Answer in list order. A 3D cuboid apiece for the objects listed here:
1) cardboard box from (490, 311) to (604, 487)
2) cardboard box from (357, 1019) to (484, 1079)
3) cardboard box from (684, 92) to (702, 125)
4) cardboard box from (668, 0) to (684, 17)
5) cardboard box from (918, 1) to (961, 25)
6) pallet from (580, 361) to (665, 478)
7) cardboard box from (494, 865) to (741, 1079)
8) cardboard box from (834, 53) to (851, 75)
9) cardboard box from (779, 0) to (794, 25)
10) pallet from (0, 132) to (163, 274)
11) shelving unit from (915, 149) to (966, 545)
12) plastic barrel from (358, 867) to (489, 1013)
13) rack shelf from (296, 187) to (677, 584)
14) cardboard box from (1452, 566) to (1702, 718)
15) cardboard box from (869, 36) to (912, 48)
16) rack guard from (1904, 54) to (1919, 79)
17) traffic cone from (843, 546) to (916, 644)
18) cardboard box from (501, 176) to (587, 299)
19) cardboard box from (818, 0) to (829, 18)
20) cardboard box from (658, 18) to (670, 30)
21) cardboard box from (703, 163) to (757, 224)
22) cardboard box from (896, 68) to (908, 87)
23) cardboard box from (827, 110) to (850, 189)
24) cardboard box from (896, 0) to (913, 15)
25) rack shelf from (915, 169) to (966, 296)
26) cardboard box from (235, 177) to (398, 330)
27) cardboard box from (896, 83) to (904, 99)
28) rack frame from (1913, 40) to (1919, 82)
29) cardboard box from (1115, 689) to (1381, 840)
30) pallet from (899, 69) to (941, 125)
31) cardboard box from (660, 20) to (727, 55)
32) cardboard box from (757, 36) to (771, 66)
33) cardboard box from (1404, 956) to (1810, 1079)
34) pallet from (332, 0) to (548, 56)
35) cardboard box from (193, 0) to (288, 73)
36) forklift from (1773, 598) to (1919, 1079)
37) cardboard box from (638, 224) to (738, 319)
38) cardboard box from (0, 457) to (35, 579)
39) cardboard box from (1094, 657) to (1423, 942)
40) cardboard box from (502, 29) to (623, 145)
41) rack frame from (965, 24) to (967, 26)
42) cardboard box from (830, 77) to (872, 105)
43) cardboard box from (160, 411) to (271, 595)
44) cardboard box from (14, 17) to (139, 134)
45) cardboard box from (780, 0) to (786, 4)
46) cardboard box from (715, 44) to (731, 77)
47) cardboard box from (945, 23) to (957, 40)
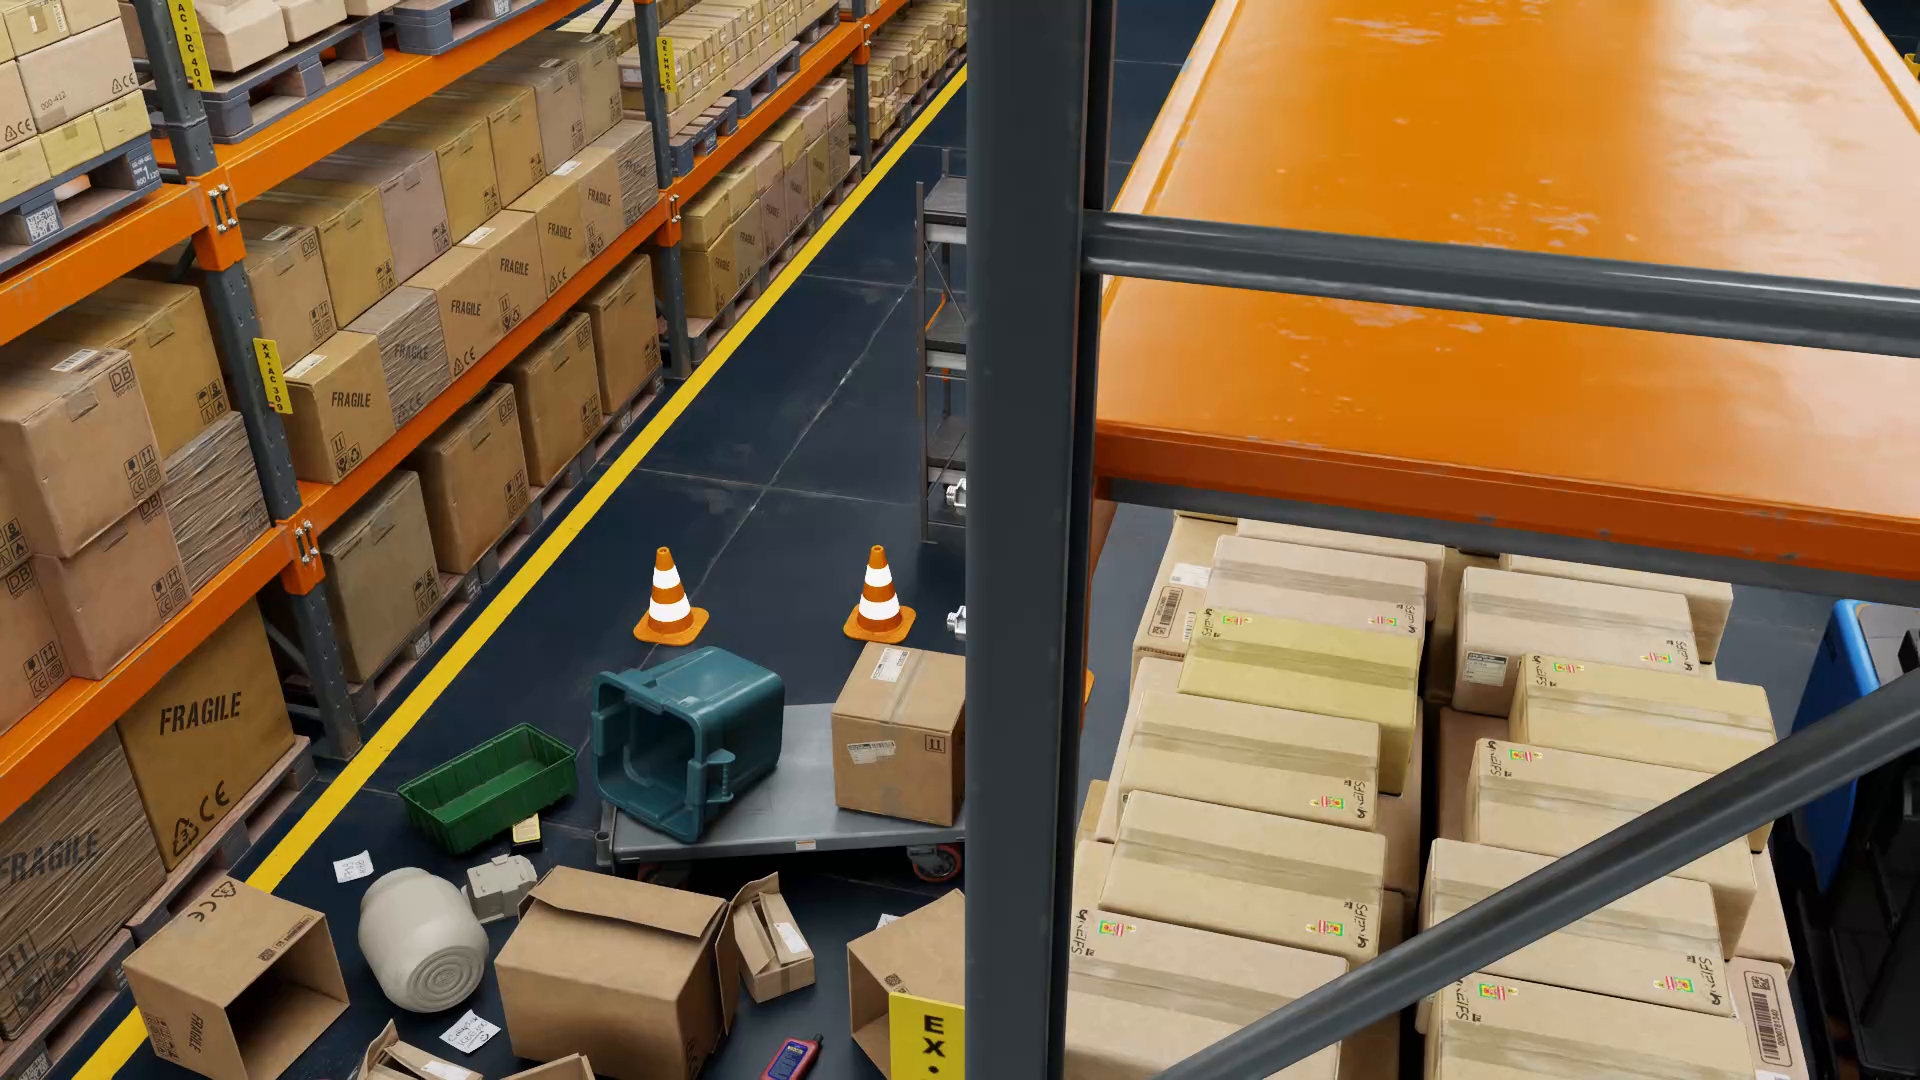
[{"bbox_3d":[-2.741,-0.878,9.610,1.050,0.750,0.750,9,33,13],"label":"cardboard box"},{"bbox_3d":[-1.951,1.964,5.982,0.396,0.266,0.258,14,35,21],"label":"cardboard box"},{"bbox_3d":[-1.904,-2.823,10.807,0.380,0.149,0.250,10,34,15],"label":"cardboard box"},{"bbox_3d":[-2.203,-3.853,11.872,0.380,0.149,0.250,9,34,14],"label":"cardboard box"},{"bbox_3d":[-0.202,-5.201,16.417,0.380,0.149,0.250,7,33,11],"label":"cardboard box"},{"bbox_3d":[-2.554,-0.832,10.432,1.003,0.211,1.213,8,33,12],"label":"pallet"},{"bbox_3d":[-1.271,1.619,6.178,0.797,0.637,0.503,8,33,12],"label":"cardboard box"},{"bbox_3d":[-1.203,-4.321,15.032,0.380,0.149,0.250,9,34,14],"label":"cardboard box"},{"bbox_3d":[-1.439,-3.904,12.231,0.380,0.149,0.250,6,33,10],"label":"cardboard box"},{"bbox_3d":[-3.514,-1.138,5.600,1.003,0.211,1.213,8,33,12],"label":"pallet"},{"bbox_3d":[0.042,-0.972,8.892,0.431,2.100,0.503,8,33,12],"label":"shelving unit"},{"bbox_3d":[-2.100,1.553,6.483,0.421,0.421,0.512,-21,38,-29],"label":"plastic barrel"},{"bbox_3d":[-2.788,-1.067,8.872,1.077,0.370,4.000,8,33,12],"label":"rack shelf"},{"bbox_3d":[1.068,0.196,2.910,0.380,0.149,0.250,8,33,12],"label":"cardboard box"},{"bbox_3d":[-0.657,-4.544,15.383,0.380,0.149,0.250,7,33,10],"label":"cardboard box"},{"bbox_3d":[9.346,-4.170,15.413,1.175,0.500,0.348,8,33,12],"label":"rack guard"},{"bbox_3d":[-0.415,0.239,8.512,0.336,0.463,0.334,8,33,12],"label":"traffic cone"},{"bbox_3d":[-2.390,-1.662,9.045,0.500,0.500,0.500,7,33,12],"label":"cardboard box"},{"bbox_3d":[-1.240,-4.187,12.953,0.380,0.149,0.250,8,33,13],"label":"cardboard box"},{"bbox_3d":[-2.271,-3.593,11.741,0.380,0.149,0.250,9,34,14],"label":"cardboard box"},{"bbox_3d":[-1.743,-2.435,11.593,0.500,0.250,0.500,8,33,12],"label":"cardboard box"},{"bbox_3d":[-0.696,-4.282,15.248,0.380,0.149,0.250,10,34,15],"label":"cardboard box"},{"bbox_3d":[-1.210,-3.188,13.477,0.500,0.500,0.500,7,33,11],"label":"cardboard box"},{"bbox_3d":[-0.666,-5.399,16.729,0.380,0.149,0.250,9,33,13],"label":"cardboard box"},{"bbox_3d":[0.042,-1.551,8.523,0.431,0.518,0.480,8,33,12],"label":"rack shelf"},{"bbox_3d":[-3.047,-1.322,7.578,0.700,0.500,0.500,7,33,12],"label":"cardboard box"},{"bbox_3d":[-0.732,-4.160,15.334,0.380,0.149,0.250,7,33,10],"label":"cardboard box"},{"bbox_3d":[9.365,-5.264,14.804,1.000,3.000,0.127,8,33,12],"label":"rack frame"},{"bbox_3d":[0.453,0.389,2.606,0.380,0.149,0.250,8,33,12],"label":"cardboard box"},{"bbox_3d":[-0.822,-4.295,15.880,1.003,0.211,1.213,8,33,12],"label":"pallet"},{"bbox_3d":[-1.776,-3.348,11.078,0.380,0.149,0.250,7,33,10],"label":"cardboard box"},{"bbox_3d":[-1.570,-3.507,11.883,0.380,0.149,0.250,7,33,11],"label":"cardboard box"},{"bbox_3d":[0.888,0.812,2.313,0.500,0.250,0.500,7,33,12],"label":"cardboard box"},{"bbox_3d":[-2.674,-2.672,8.107,1.003,0.211,1.213,10,34,15],"label":"pallet"},{"bbox_3d":[-2.901,-2.040,6.578,0.258,0.266,0.396,7,33,12],"label":"cardboard box"},{"bbox_3d":[3.780,0.719,5.456,1.130,2.935,3.031,8,33,13],"label":"forklift"},{"bbox_3d":[-1.855,-1.863,11.392,0.500,0.500,0.500,7,33,10],"label":"cardboard box"},{"bbox_3d":[-3.720,-0.102,5.538,0.875,0.550,0.550,8,33,12],"label":"cardboard box"},{"bbox_3d":[0.514,0.476,2.842,0.500,0.250,0.500,8,33,12],"label":"cardboard box"},{"bbox_3d":[-2.404,-2.640,9.652,0.700,0.500,0.500,8,33,12],"label":"cardboard box"},{"bbox_3d":[-0.251,-6.559,16.842,1.000,3.000,0.127,8,33,12],"label":"rack frame"},{"bbox_3d":[-0.978,-3.859,14.306,0.380,0.149,0.250,9,34,14],"label":"cardboard box"},{"bbox_3d":[-3.378,-0.202,6.703,0.875,0.550,0.550,8,33,12],"label":"cardboard box"},{"bbox_3d":[-3.172,-1.589,5.606,0.500,0.250,0.500,8,33,12],"label":"cardboard box"},{"bbox_3d":[-1.446,-4.034,12.158,0.380,0.149,0.250,7,33,11],"label":"cardboard box"},{"bbox_3d":[-1.769,-3.239,11.184,0.380,0.149,0.250,8,33,13],"label":"cardboard box"},{"bbox_3d":[-0.239,-5.076,16.498,0.380,0.149,0.250,7,33,10],"label":"cardboard box"}]
